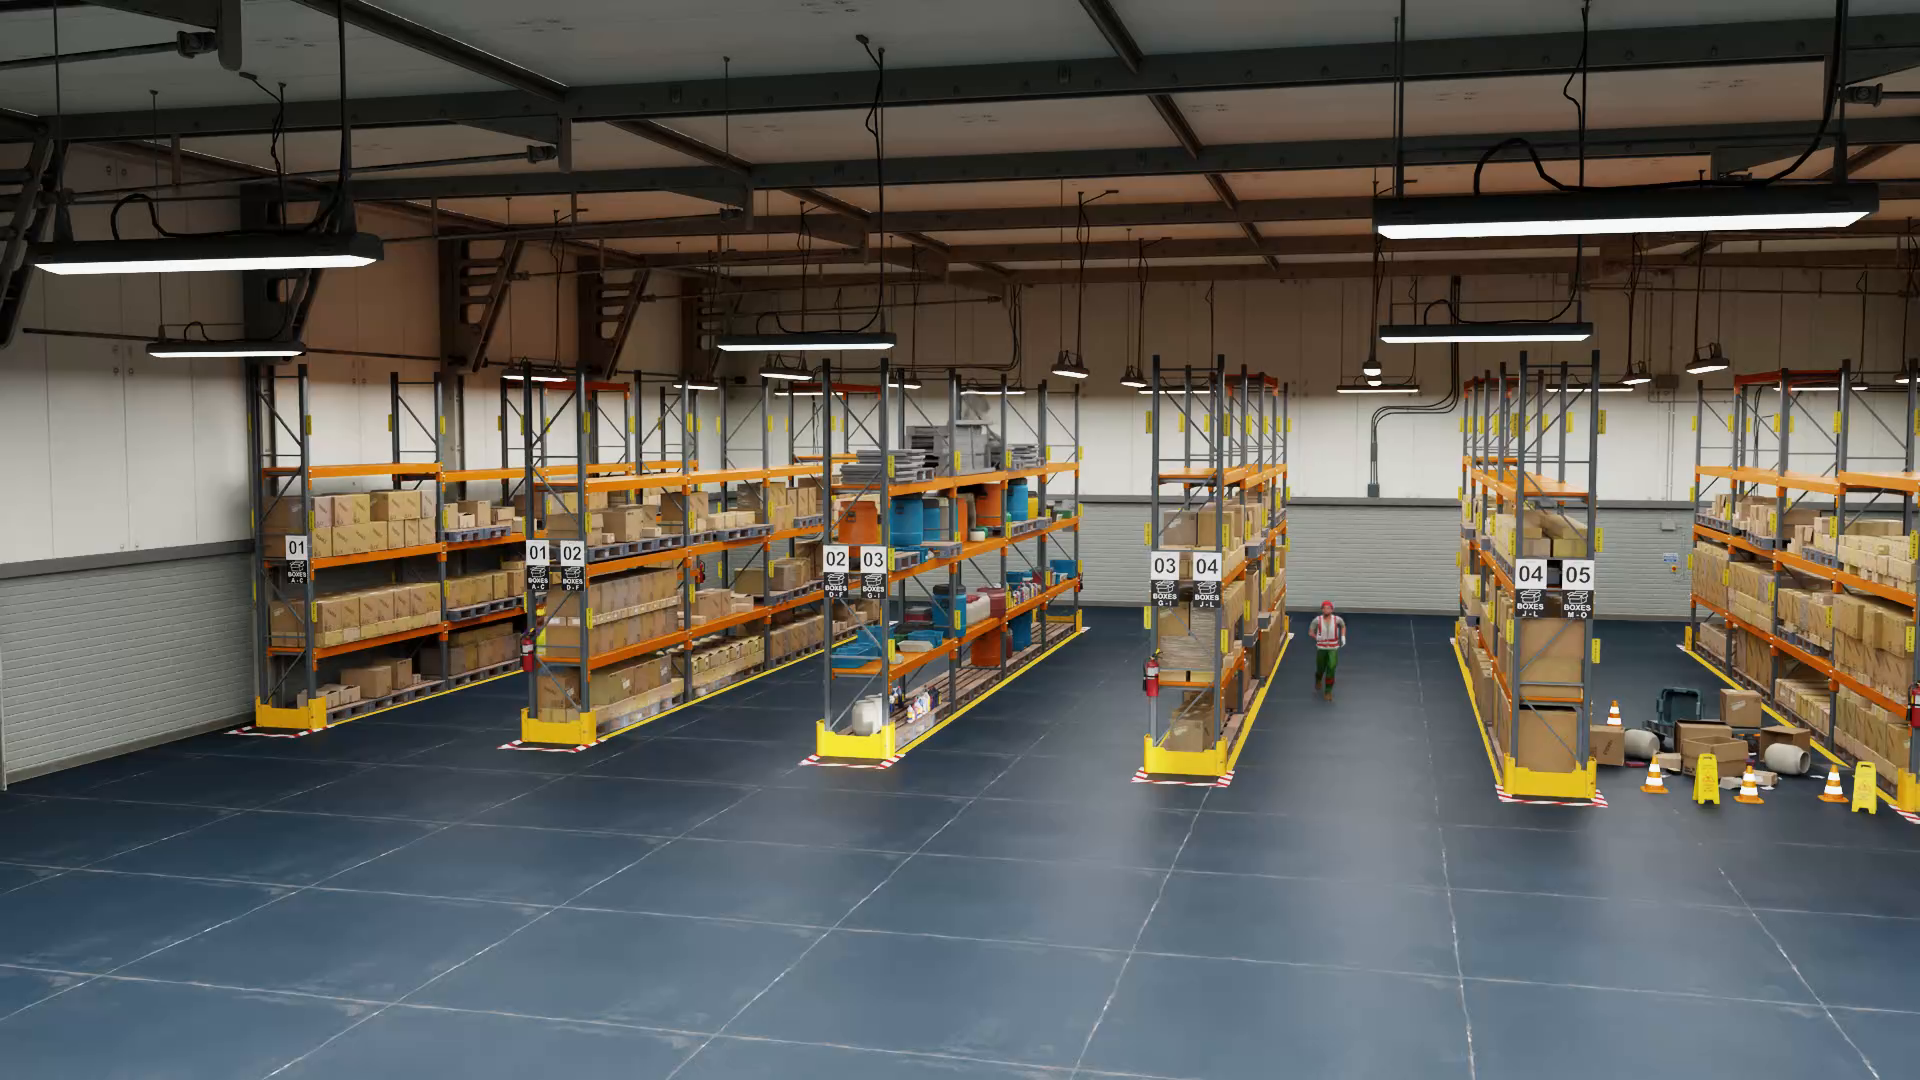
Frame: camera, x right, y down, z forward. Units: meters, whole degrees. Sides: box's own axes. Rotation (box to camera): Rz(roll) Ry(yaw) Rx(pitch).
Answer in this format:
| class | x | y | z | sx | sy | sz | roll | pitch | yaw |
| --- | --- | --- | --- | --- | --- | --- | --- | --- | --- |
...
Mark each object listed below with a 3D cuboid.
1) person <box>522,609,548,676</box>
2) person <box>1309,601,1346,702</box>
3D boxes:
| class | x | y | z | sx | sy | sz | roll | pitch | yaw |
| --- | --- | --- | --- | --- | --- | --- | --- | --- | --- |
| person | -7.410 | 2.088 | 29.320 | 0.712 | 1.745 | 0.889 | 0 | 4 | 5 |
| person | 6.745 | 2.004 | 30.536 | 0.669 | 1.794 | 0.991 | 1 | 4 | 12 |
